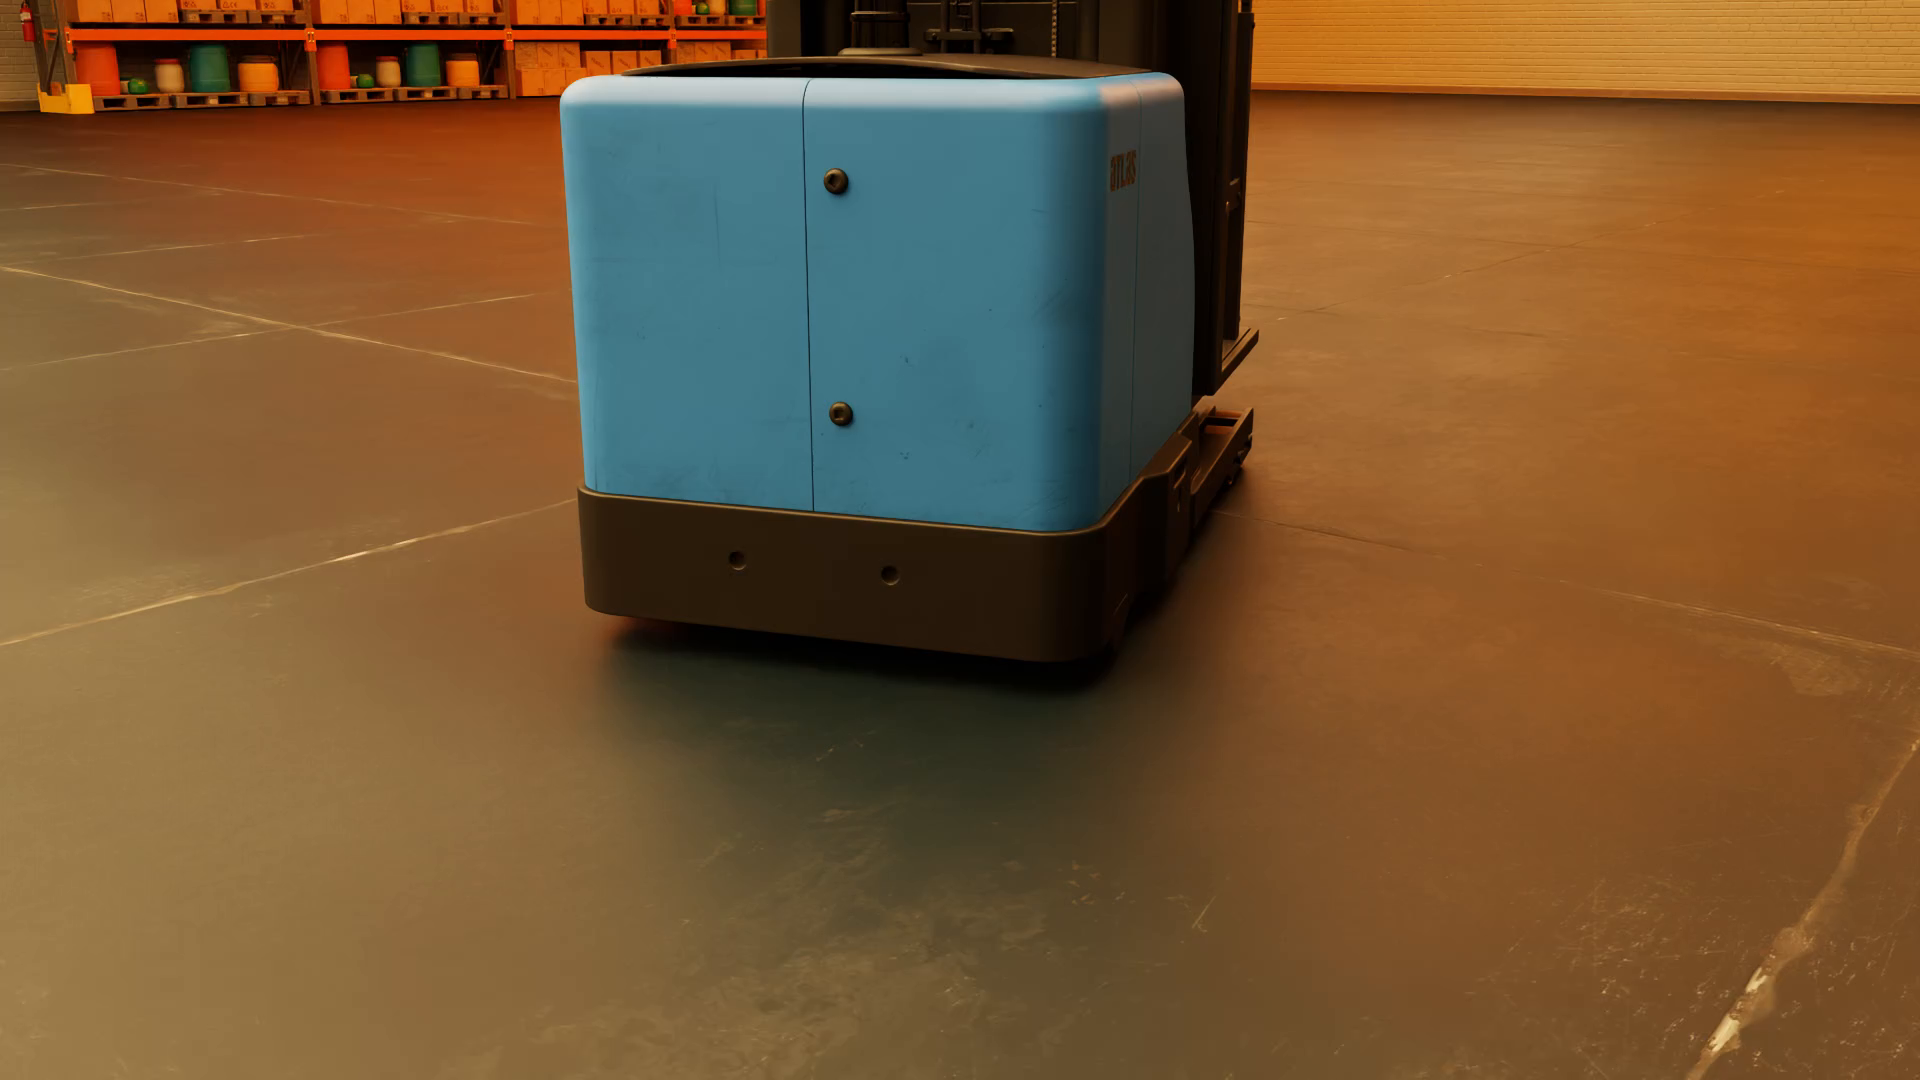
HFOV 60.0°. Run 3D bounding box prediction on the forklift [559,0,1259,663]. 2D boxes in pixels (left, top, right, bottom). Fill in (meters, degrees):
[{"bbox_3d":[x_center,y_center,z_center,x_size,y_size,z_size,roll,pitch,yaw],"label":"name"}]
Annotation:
[{"bbox_3d":[0.182,-1.571,4.072,1.130,2.935,3.031,5,18,17],"label":"forklift"}]
